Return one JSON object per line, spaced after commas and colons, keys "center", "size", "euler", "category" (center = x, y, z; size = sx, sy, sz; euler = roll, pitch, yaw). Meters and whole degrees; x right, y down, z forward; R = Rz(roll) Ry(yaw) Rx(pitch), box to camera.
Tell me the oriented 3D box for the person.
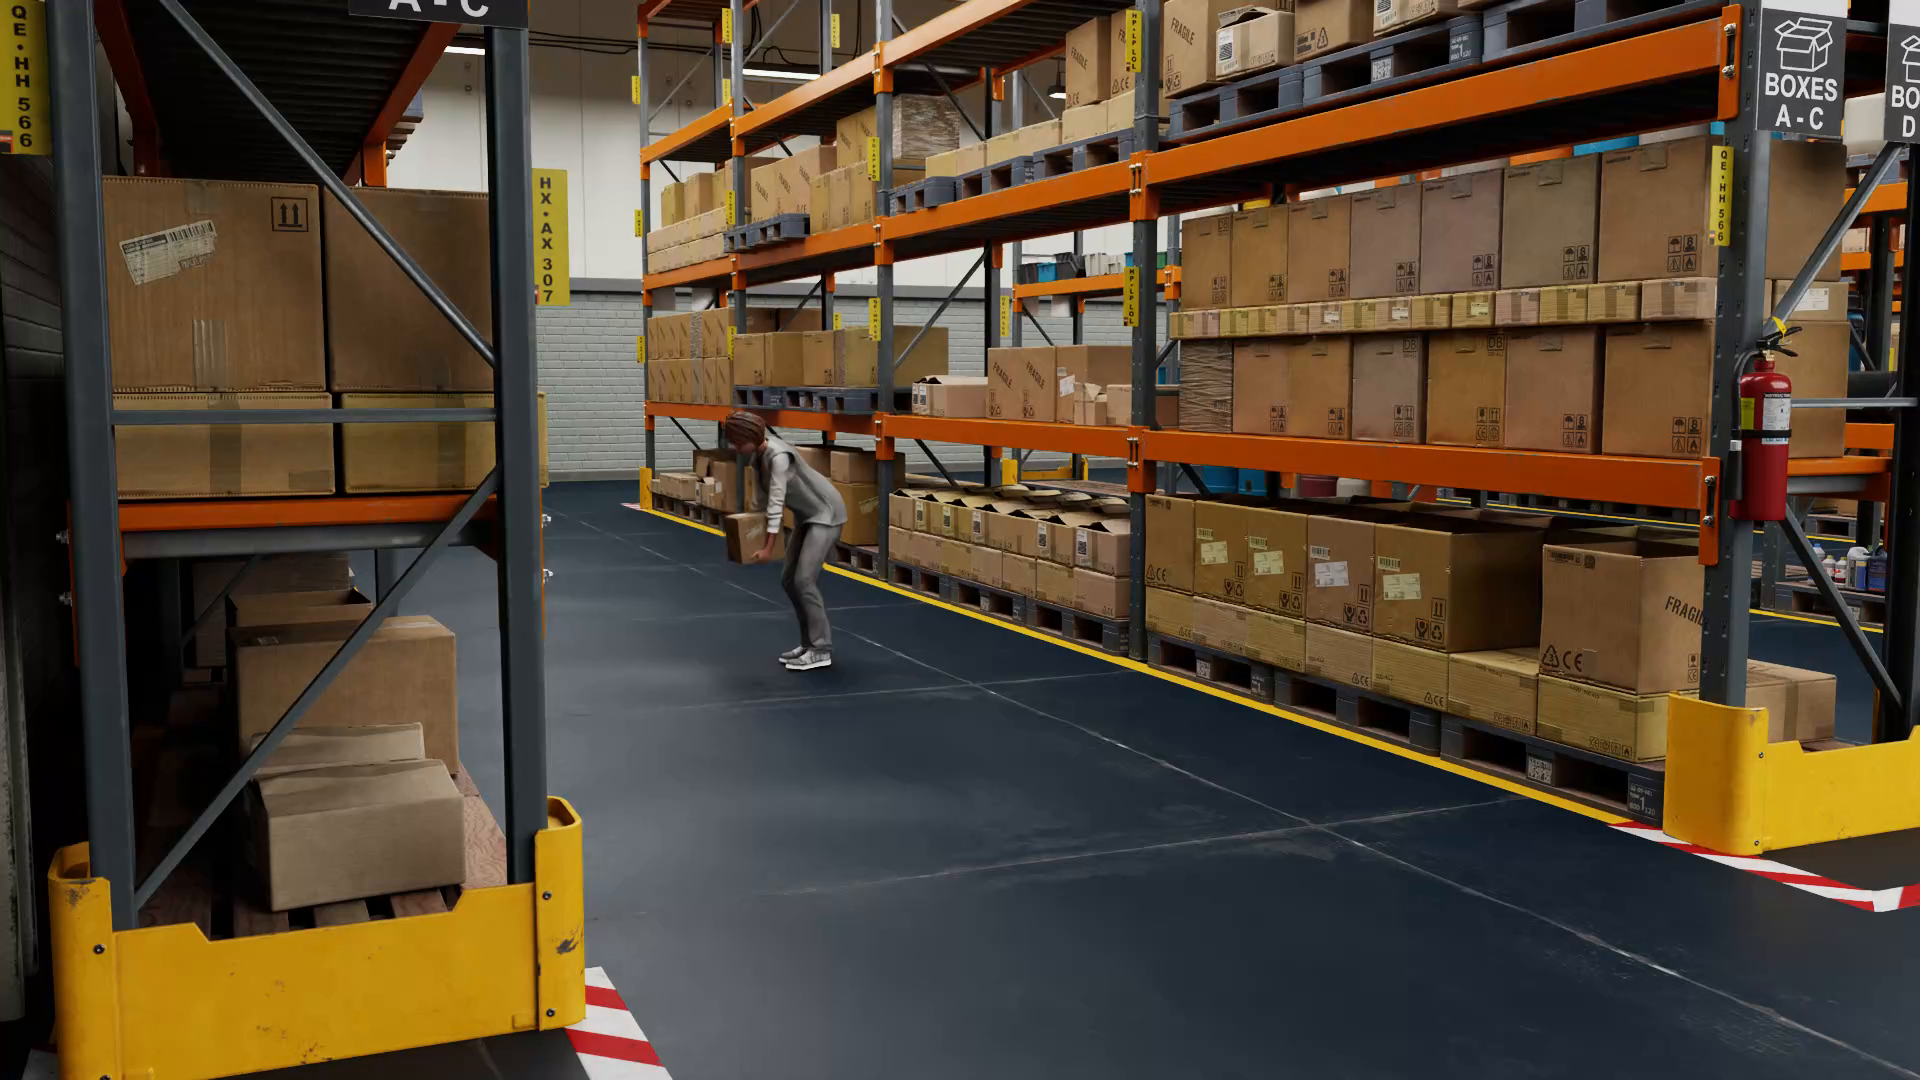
{"center": [-0.956, 0.009, 9.134], "size": [0.687, 1.404, 0.383], "euler": [-3, 6, -25], "category": "person"}
